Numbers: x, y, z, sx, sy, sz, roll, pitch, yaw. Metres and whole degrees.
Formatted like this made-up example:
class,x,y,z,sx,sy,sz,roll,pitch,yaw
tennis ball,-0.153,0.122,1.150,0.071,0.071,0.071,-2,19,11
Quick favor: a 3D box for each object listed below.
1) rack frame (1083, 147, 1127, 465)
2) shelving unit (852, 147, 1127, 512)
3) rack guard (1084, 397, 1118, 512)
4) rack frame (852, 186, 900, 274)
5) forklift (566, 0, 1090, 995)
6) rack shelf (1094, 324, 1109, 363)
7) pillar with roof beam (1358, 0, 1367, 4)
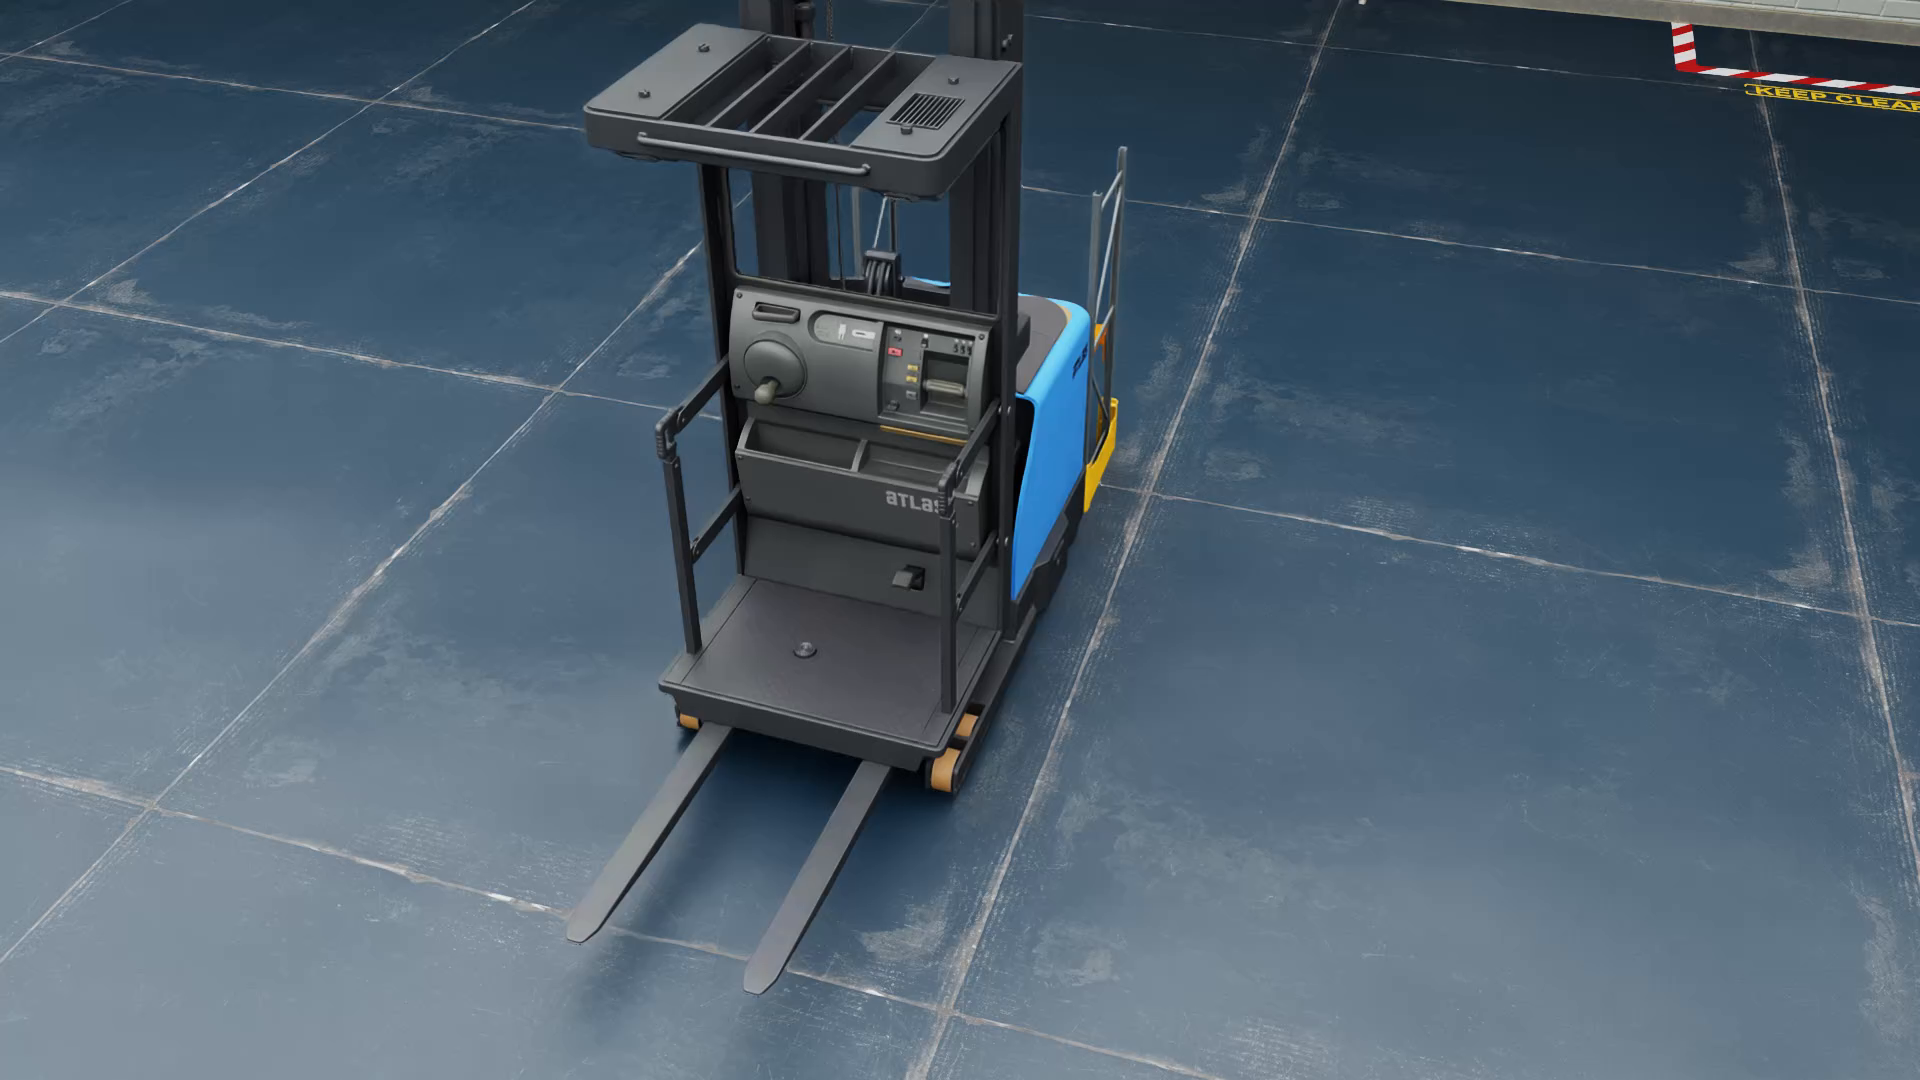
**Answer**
class,x,y,z,sx,sy,sz,roll,pitch,yaw
rack frame,0.612,-0.897,7.204,0.032,1.500,0.500,10,38,14
shelving unit,0.135,-0.985,7.323,1.083,1.500,0.587,10,38,14
rack guard,0.611,-0.394,7.575,0.087,0.250,0.587,10,38,14
rack frame,-0.359,-1.075,7.445,0.032,1.500,0.500,10,38,14
forklift,-0.421,-0.542,5.514,1.130,2.935,3.031,12,38,15
rack shelf,0.126,-0.841,7.431,1.000,0.185,0.538,10,38,14
pillar with roof beam,1.719,-5.466,7.085,0.400,9.000,9.100,10,38,14
